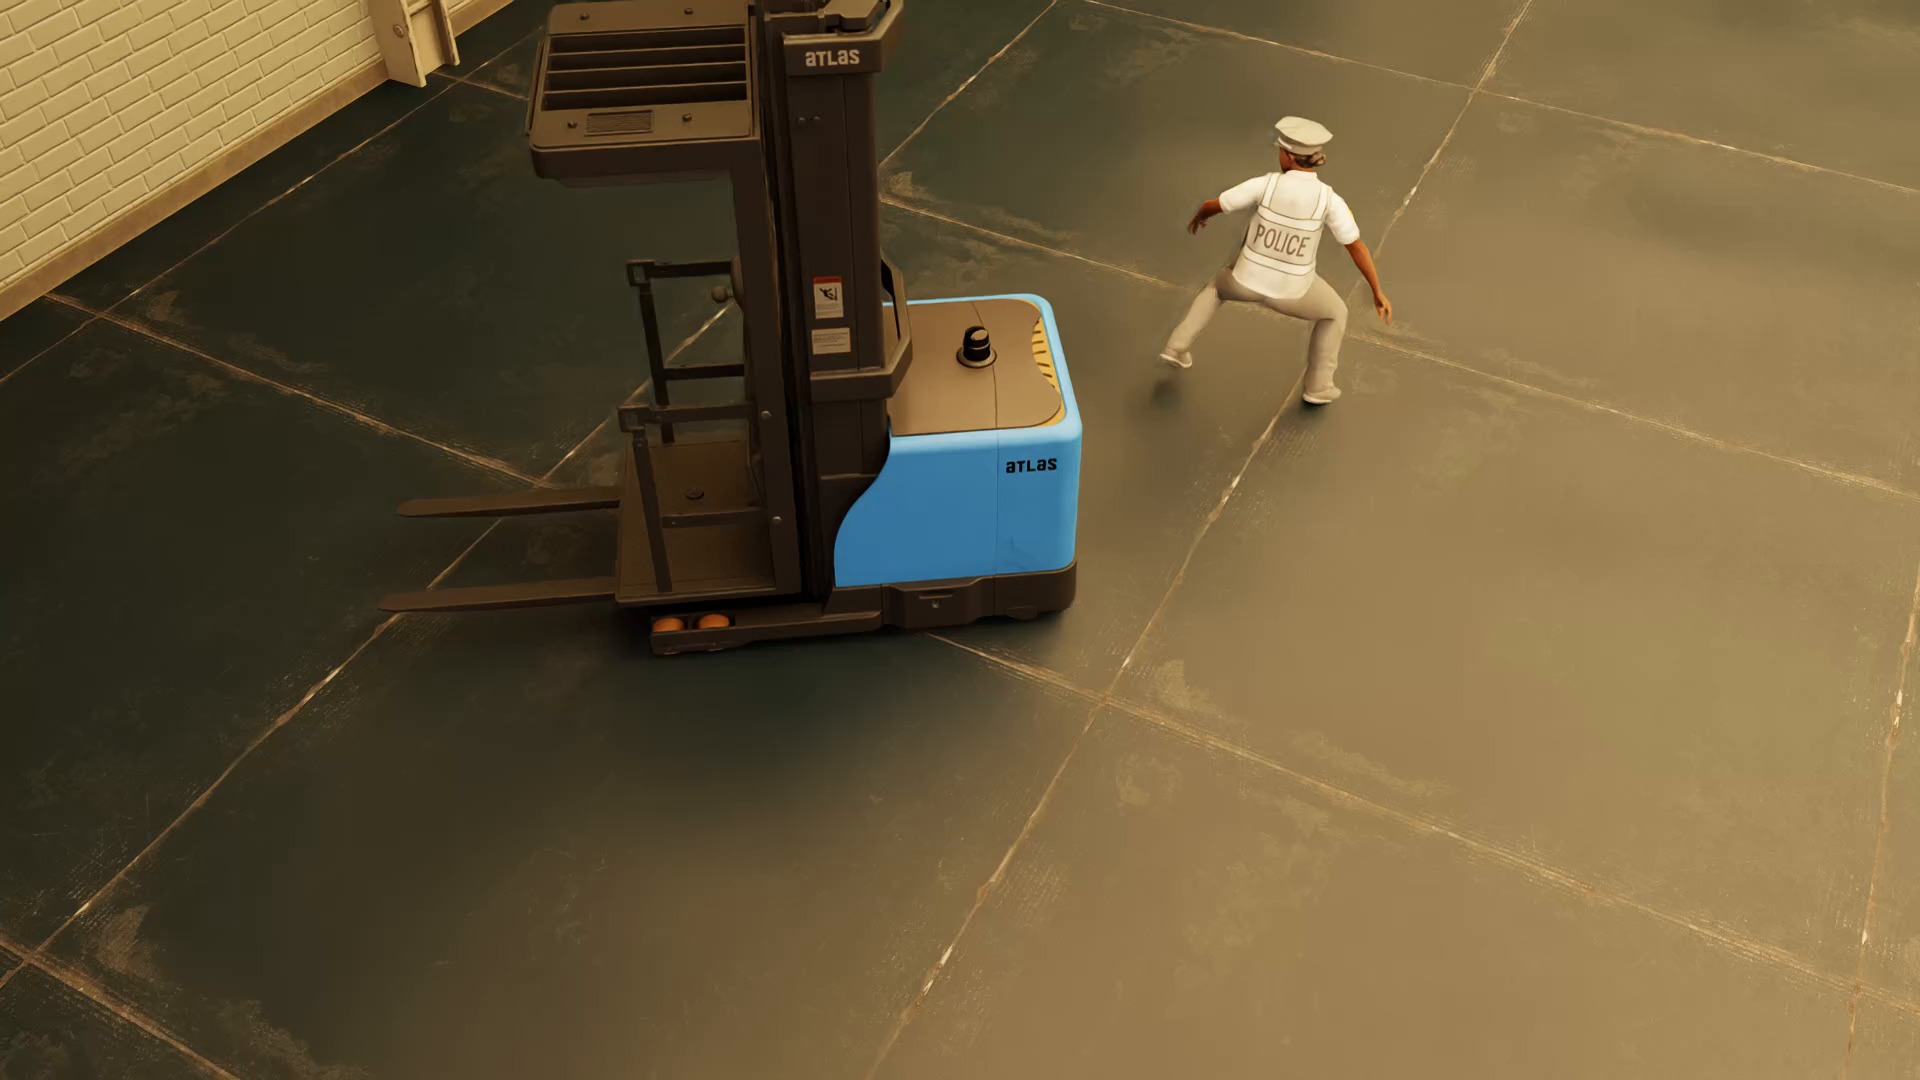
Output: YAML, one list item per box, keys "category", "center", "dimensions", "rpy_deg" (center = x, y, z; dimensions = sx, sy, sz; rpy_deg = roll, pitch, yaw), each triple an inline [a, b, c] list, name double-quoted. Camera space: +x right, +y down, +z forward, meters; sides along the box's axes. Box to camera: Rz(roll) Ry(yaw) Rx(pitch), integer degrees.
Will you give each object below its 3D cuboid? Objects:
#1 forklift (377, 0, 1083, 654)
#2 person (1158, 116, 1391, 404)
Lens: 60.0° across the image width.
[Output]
- category: "forklift"
  center: [-1.040, -0.951, 6.663]
  dimensions: [3.031, 2.935, 1.130]
  rpy_deg: [-4, 43, -5]
- category: "person"
  center: [1.588, -1.287, 8.107]
  dimensions: [1.079, 1.560, 0.480]
  rpy_deg: [16, 46, 17]
